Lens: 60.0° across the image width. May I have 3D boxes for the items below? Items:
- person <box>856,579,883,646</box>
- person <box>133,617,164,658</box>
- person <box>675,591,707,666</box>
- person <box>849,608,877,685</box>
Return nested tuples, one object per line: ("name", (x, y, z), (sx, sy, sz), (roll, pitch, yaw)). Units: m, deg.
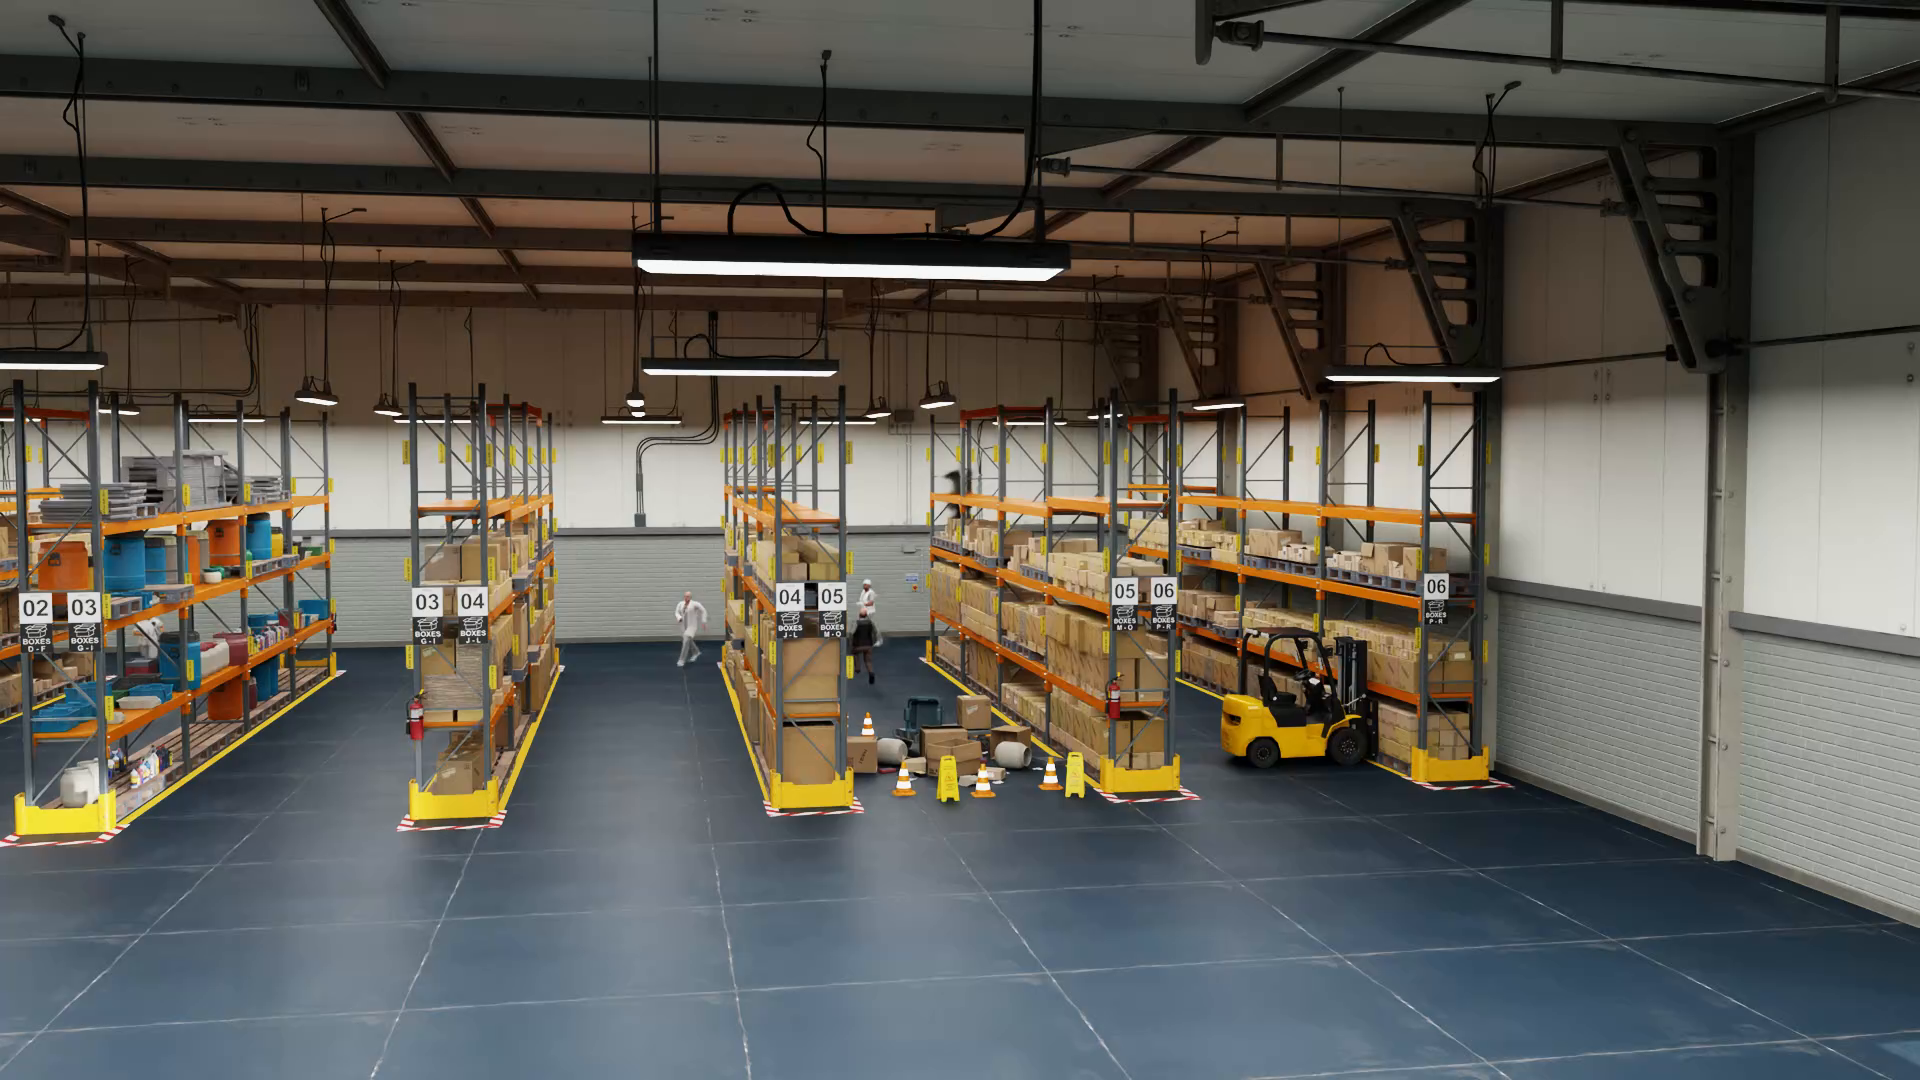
("person", (-2.394, 1.931, 43.121), (0.854, 1.837, 0.664), (-2, 4, -38))
("person", (-17.791, 2.316, 36.454), (0.555, 1.712, 0.855), (-1, 3, -12))
("person", (-6.448, 2.106, 39.911), (0.699, 1.775, 0.978), (2, 3, 29))
("person", (-2.109, 2.289, 35.900), (0.675, 1.626, 0.943), (-1, 3, -20))
